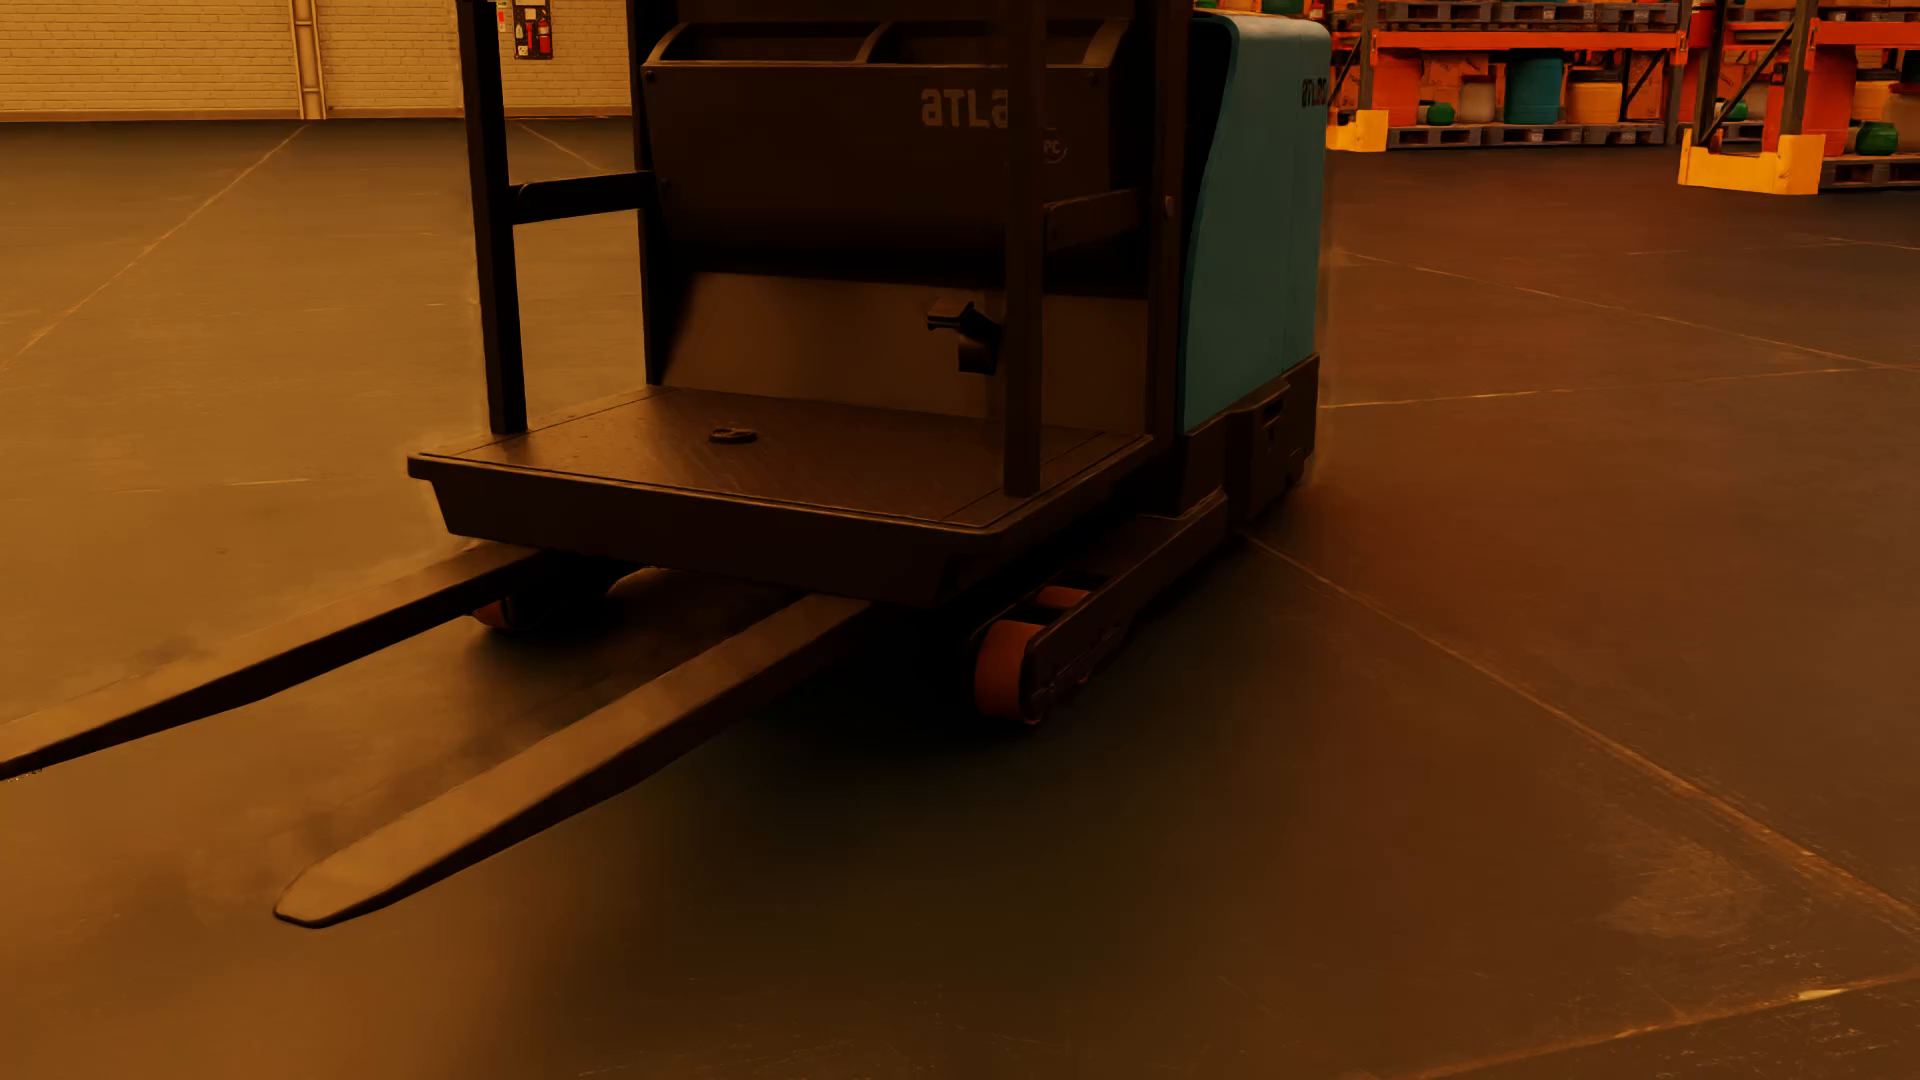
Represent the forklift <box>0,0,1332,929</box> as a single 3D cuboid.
[{"bbox_3d":[-0.236,-1.258,2.644,1.130,2.935,3.031,8,18,25],"label":"forklift"}]
